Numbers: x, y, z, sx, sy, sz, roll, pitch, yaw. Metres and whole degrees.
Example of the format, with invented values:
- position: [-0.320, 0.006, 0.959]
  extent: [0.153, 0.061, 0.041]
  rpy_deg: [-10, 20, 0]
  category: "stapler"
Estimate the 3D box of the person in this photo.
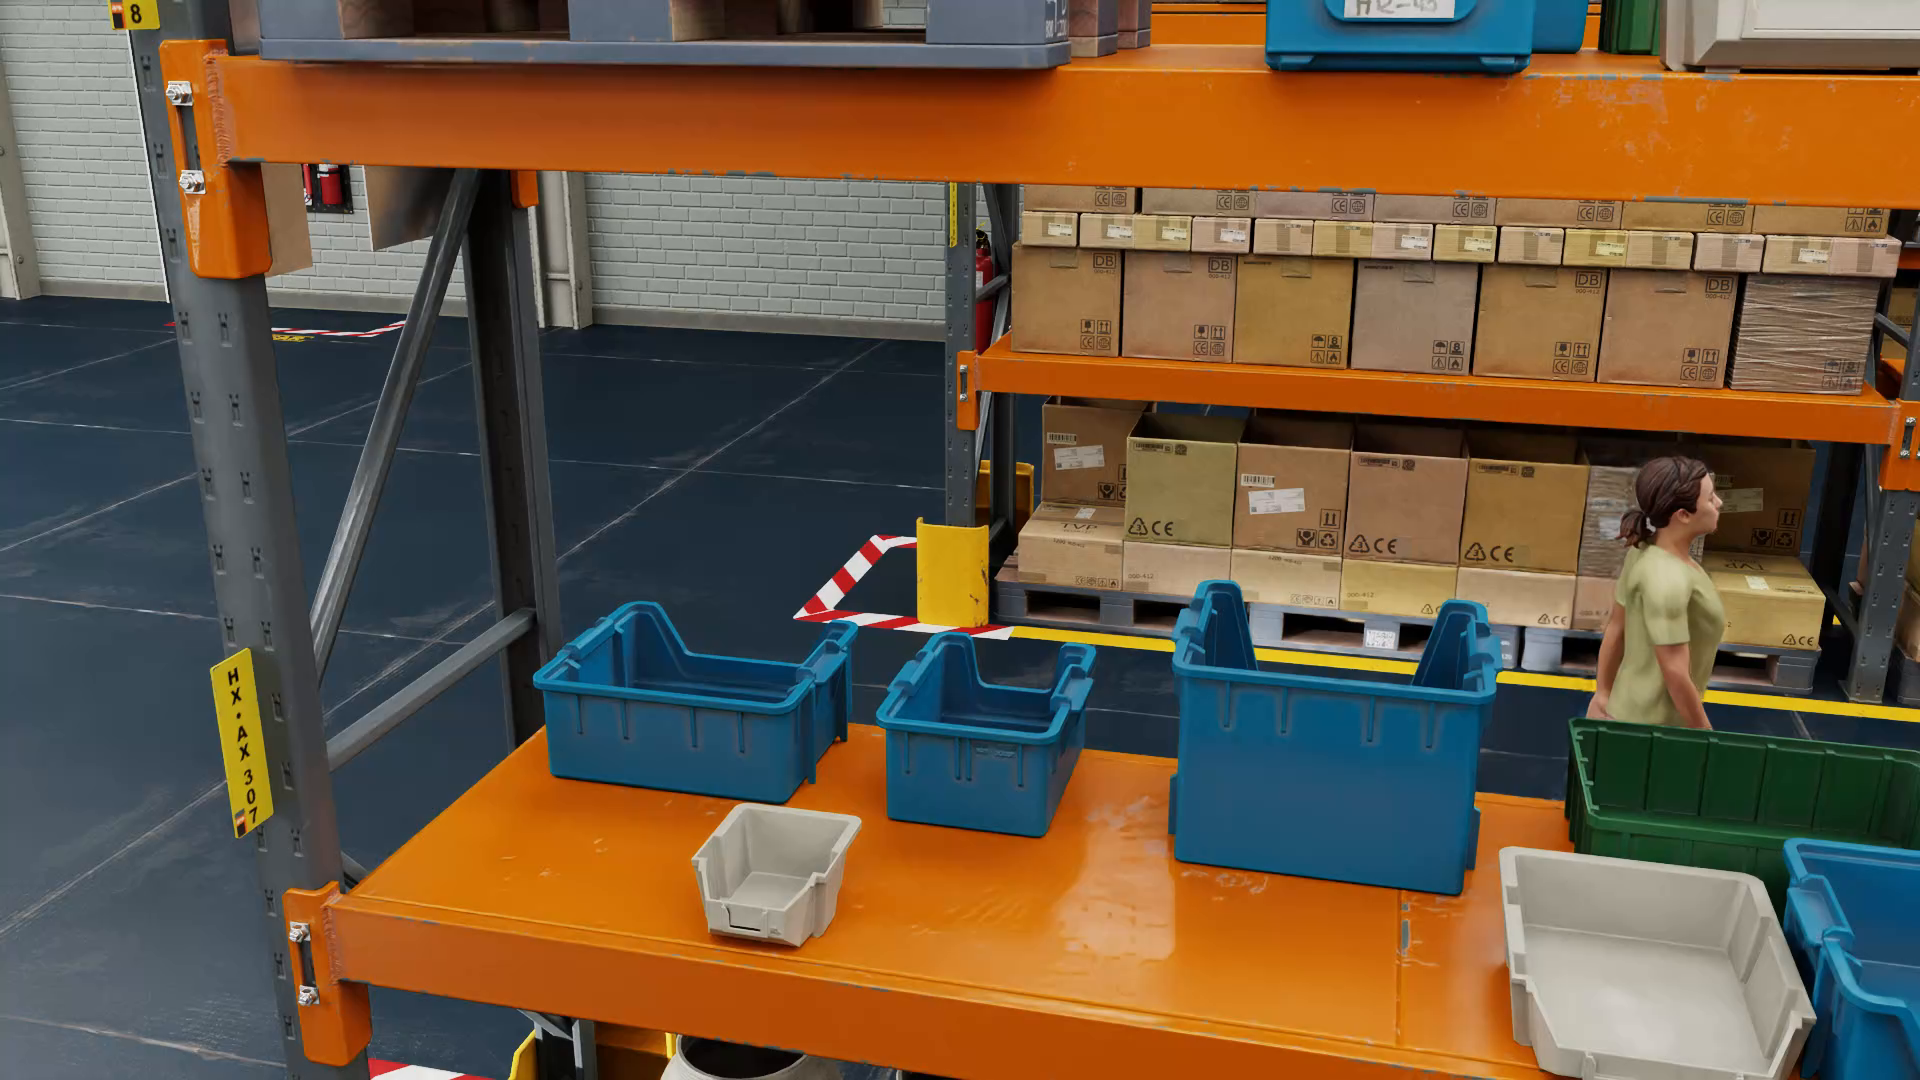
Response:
- position: [2.064, 0.538, 4.931]
  extent: [1.034, 1.619, 0.432]
  rpy_deg: [8, 20, 24]
  category: "person"
